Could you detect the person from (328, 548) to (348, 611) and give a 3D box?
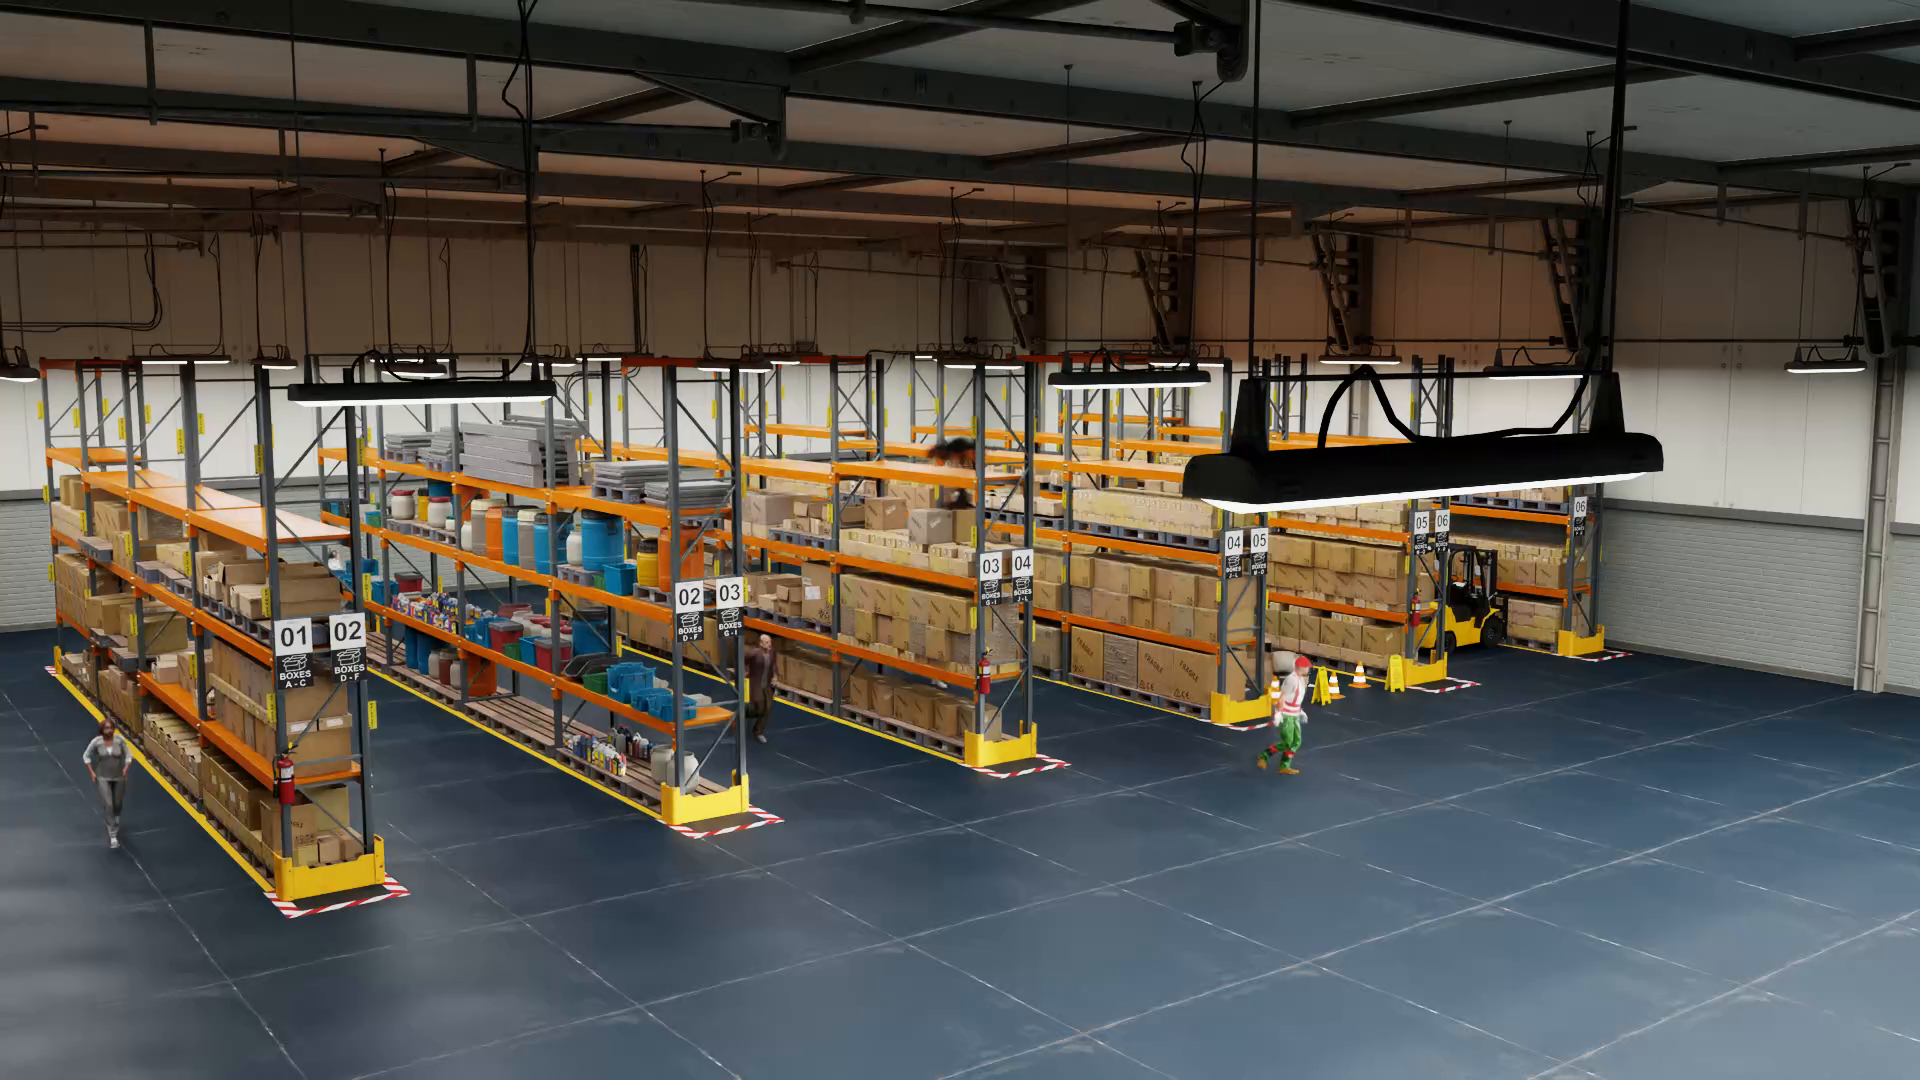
[{"bbox_3d":[-14.014,1.037,37.251,0.724,1.751,0.620,-2,7,-17],"label":"person"}]

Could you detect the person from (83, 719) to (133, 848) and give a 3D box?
[{"bbox_3d":[-10.772,3.031,21.057,0.559,1.604,0.800,-4,8,-32],"label":"person"}]

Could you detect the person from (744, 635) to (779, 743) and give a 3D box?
[{"bbox_3d":[-3.225,2.324,26.422,0.748,1.717,0.704,6,9,42],"label":"person"}]

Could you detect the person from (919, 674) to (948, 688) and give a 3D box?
[{"bbox_3d":[-0.502,1.833,30.623,0.863,1.727,0.709,4,8,33],"label":"person"}]

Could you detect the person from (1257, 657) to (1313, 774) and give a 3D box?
[{"bbox_3d":[4.757,2.558,24.300,0.705,1.723,0.798,4,8,29],"label":"person"}]
